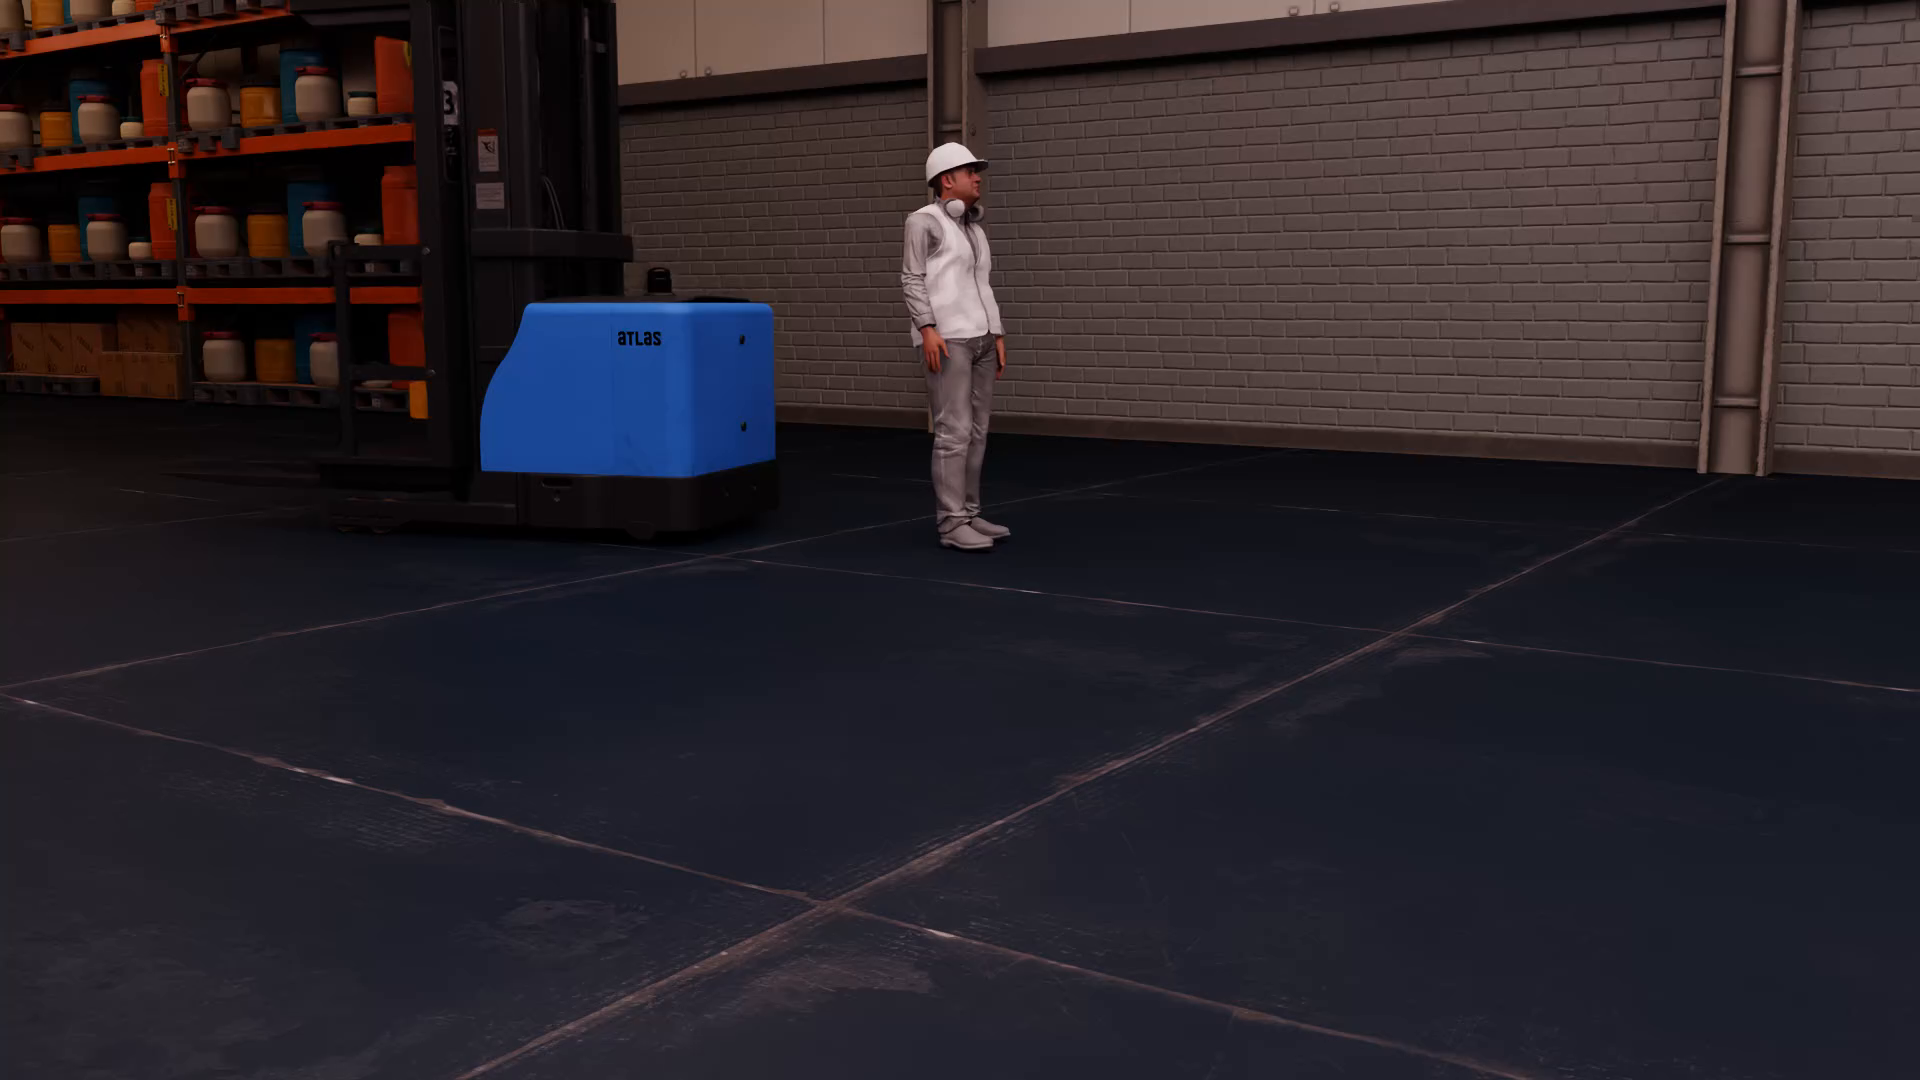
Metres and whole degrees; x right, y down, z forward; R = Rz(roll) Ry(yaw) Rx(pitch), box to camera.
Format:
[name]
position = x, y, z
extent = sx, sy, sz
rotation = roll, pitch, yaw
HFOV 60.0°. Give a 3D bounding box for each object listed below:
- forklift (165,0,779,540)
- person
[forklift]
position = -2.470, -1.547, 8.070
extent = 3.031, 2.935, 1.130
rotation = 3, 8, 17
[person]
position = 0.047, -0.880, 7.437
extent = 0.568, 1.773, 0.632
rotation = 5, 10, 34
